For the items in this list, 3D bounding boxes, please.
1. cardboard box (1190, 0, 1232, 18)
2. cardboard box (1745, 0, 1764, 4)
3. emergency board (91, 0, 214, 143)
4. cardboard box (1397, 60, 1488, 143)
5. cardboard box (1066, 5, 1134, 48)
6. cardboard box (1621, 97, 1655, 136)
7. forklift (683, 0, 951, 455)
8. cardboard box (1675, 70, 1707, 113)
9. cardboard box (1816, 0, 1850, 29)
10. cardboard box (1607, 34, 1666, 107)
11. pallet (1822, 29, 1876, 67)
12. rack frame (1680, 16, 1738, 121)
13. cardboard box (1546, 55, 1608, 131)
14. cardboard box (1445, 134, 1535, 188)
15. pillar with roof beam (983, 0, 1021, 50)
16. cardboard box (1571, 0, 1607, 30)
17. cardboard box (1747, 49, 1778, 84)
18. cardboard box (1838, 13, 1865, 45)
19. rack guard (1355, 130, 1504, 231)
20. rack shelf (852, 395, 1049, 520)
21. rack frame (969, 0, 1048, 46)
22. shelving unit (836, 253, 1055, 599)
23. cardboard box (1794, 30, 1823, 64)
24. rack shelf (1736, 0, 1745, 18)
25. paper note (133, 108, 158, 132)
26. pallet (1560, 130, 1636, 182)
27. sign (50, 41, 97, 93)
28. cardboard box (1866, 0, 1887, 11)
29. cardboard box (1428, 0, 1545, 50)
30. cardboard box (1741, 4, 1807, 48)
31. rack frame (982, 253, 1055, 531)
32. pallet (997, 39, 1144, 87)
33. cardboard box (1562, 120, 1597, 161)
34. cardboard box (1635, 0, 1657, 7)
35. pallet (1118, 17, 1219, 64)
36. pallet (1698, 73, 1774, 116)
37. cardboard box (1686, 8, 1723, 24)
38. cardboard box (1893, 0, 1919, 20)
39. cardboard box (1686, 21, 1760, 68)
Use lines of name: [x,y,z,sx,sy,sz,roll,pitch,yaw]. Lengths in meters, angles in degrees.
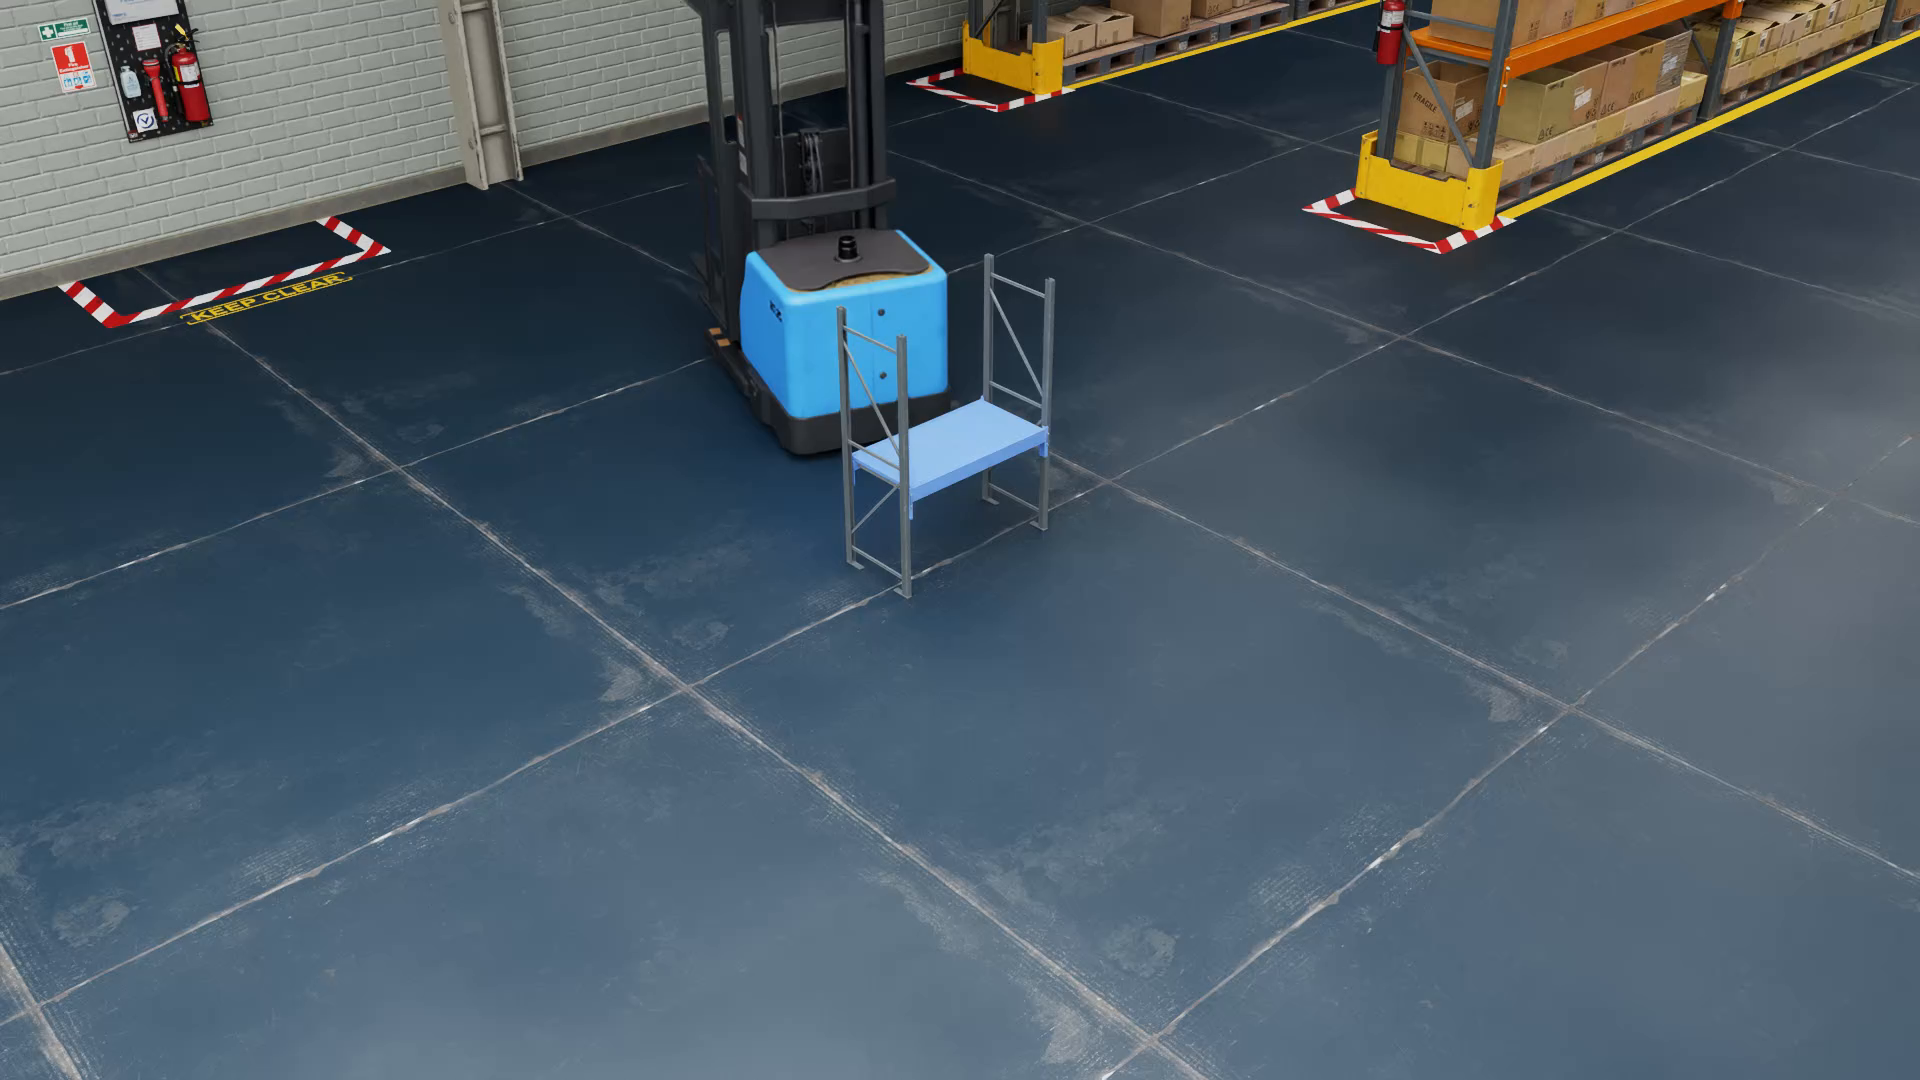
cardboard box: [2.667,-6.082,18.296,0.500,0.500,0.500,26,40,35]
cardboard box: [7.990,-5.489,17.047,0.500,0.311,0.500,-26,40,-36]
emergency board: [-5.845,-3.515,12.122,0.643,1.169,0.194,-26,40,-35]
cardboard box: [4.030,-3.662,13.878,0.500,0.500,0.500,-26,40,-35]
cardboard box: [1.455,-5.379,17.328,0.500,0.311,0.500,-22,38,-32]
cardboard box: [5.851,-3.852,14.908,0.500,0.250,0.500,-26,40,-35]
forklift: [-1.100,-2.516,10.555,1.130,2.935,3.031,-12,34,-19]
cardboard box: [6.581,-4.209,15.491,0.500,0.250,0.500,-26,40,-35]
cardboard box: [8.740,-5.470,17.016,0.500,0.311,0.500,-26,40,-36]
cardboard box: [5.842,-4.177,14.720,0.500,0.500,0.500,-26,40,-35]
pallet: [9.075,-5.403,17.883,1.213,0.211,1.003,-26,40,-35]
rack frame: [6.772,-5.451,15.289,0.127,3.000,1.000,-26,40,-35]
cardboard box: [5.107,-3.823,14.142,0.500,0.500,0.500,-26,40,-35]
cardboard box: [4.383,-3.143,13.748,0.500,0.250,0.500,-26,40,-35]
pillar with roof beam: [3.320,-7.417,12.754,0.400,9.000,9.100,-26,40,-35]
cardboard box: [4.940,-4.597,13.797,0.500,0.500,0.700,-26,40,-35]
cardboard box: [7.612,-4.686,16.271,0.500,0.250,0.500,-25,39,-34]
cardboard box: [9.110,-5.412,17.458,0.500,0.250,0.500,-26,40,-36]
rack guard: [3.821,-2.957,13.607,0.348,0.500,1.175,-26,40,-35]
rack shelf: [-0.063,-0.456,8.903,1.000,0.185,0.538,-26,40,-35]
rack frame: [0.468,-5.926,16.065,0.127,3.000,1.000,-26,40,-35]
shelving unit: [-0.063,-0.610,8.809,1.048,1.500,0.538,-26,40,-35]
cardboard box: [8.364,-5.051,16.868,0.500,0.250,0.500,-25,39,-35]
rack shelf: [8.239,-5.853,16.637,4.000,0.370,1.077,-26,40,-35]
paper note: [-6.021,-3.102,12.293,0.142,0.148,0.016,-26,40,-35]
pallet: [5.266,-3.560,14.870,1.213,0.211,1.003,-26,40,-35]
sign: [-6.320,-3.373,11.857,0.234,0.329,0.001,-26,40,-35]
cardboard box: [9.489,-5.835,17.613,0.500,0.311,0.500,-25,39,-34]
cardboard box: [4.190,-4.235,13.205,0.500,0.500,0.700,-26,40,-35]
cardboard box: [7.994,-5.107,16.422,0.500,0.311,0.500,-27,41,-37]
rack frame: [0.310,-0.790,9.104,0.032,1.500,0.500,-26,40,-35]
pallet: [1.144,-5.038,17.286,1.213,0.211,1.003,-26,40,-35]
cardboard box: [5.114,-3.499,14.330,0.500,0.250,0.500,-26,40,-35]
cardboard box: [5.698,-4.968,14.403,0.500,0.500,0.700,-25,39,-35]
pallet: [2.038,-5.468,17.990,1.213,0.211,1.003,-26,40,-35]
pallet: [7.286,-4.537,16.468,1.213,0.211,1.003,-26,40,-35]
cardboard box: [7.251,-5.136,16.470,0.500,0.311,0.500,-25,39,-34]
cardboard box: [10.233,-6.043,18.232,0.500,0.500,0.500,-24,39,-34]
cardboard box: [7.244,-4.747,15.834,0.500,0.311,0.500,-26,40,-35]
